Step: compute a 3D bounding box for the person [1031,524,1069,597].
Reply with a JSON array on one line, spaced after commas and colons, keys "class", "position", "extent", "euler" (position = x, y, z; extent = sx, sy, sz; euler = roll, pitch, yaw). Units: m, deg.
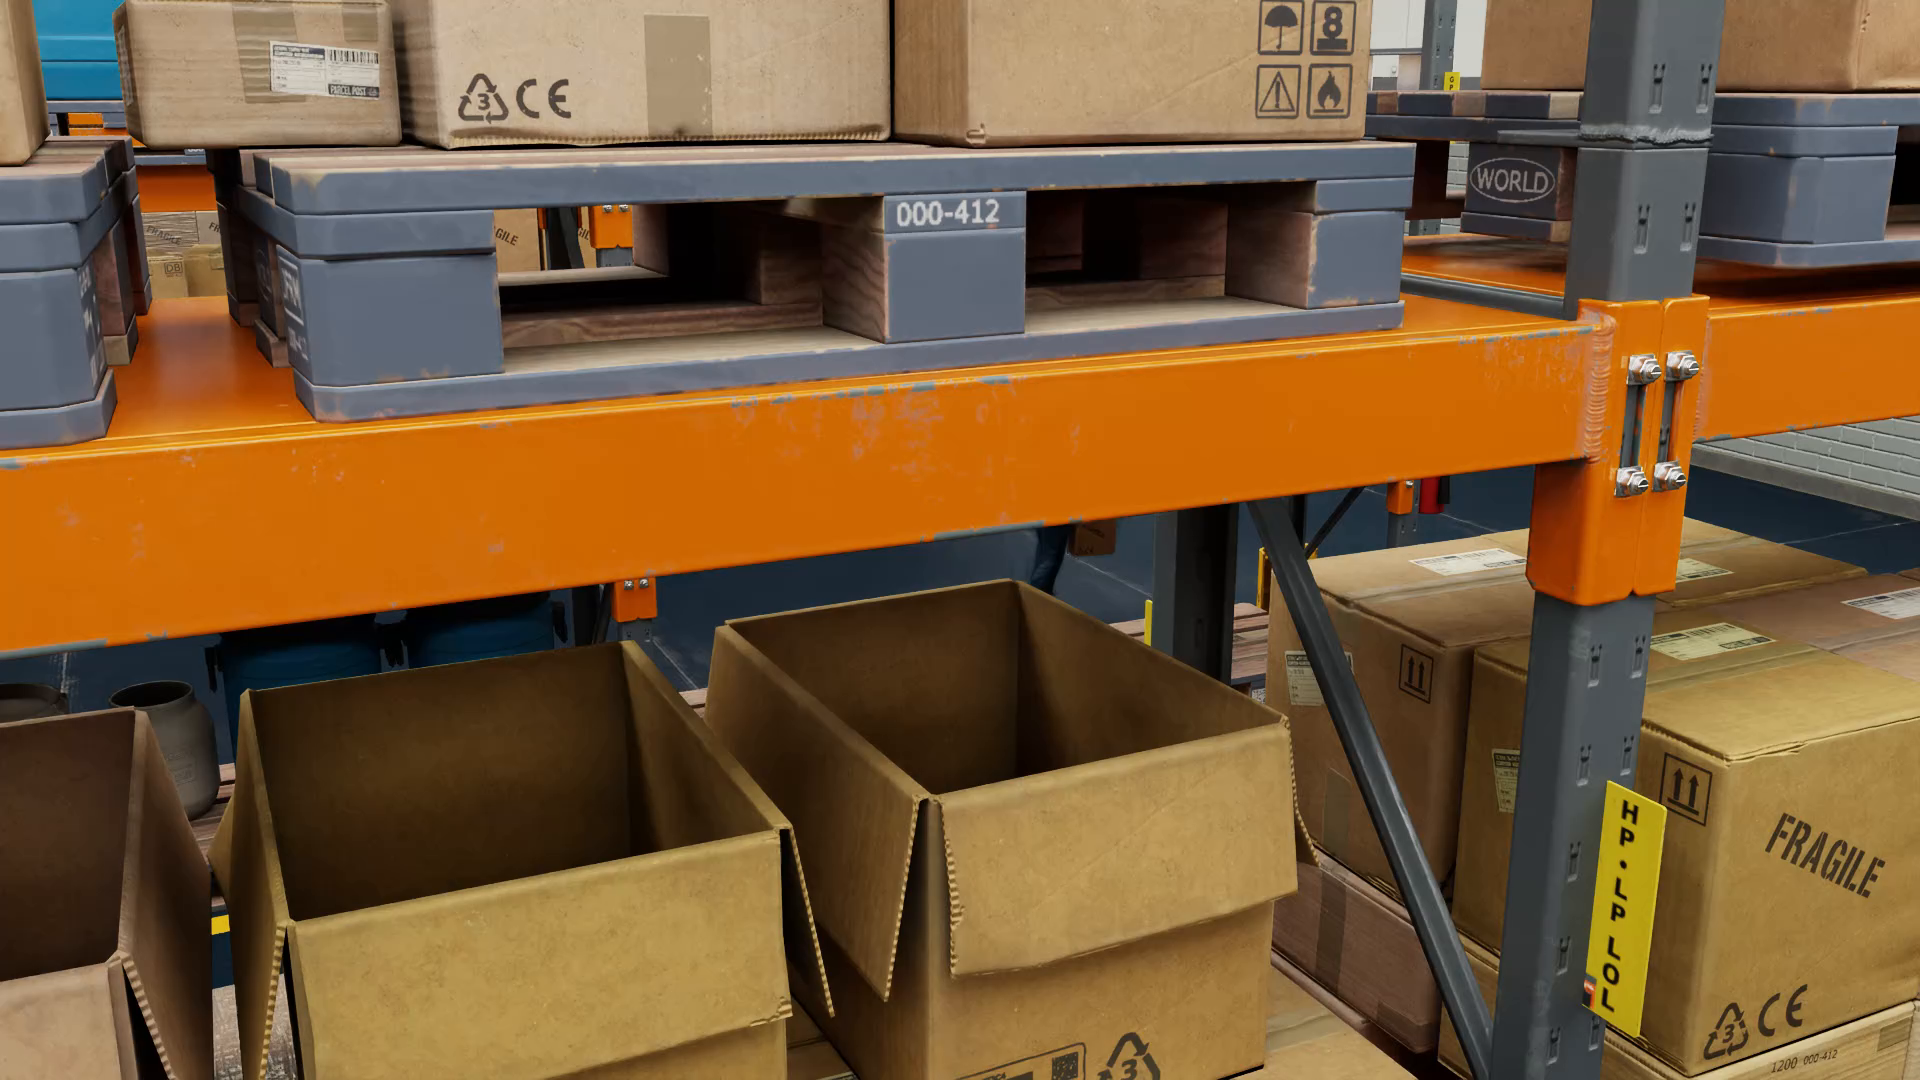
[{"class": "person", "position": [0.524, -0.246, 9.454], "extent": [0.535, 1.586, 0.509], "euler": [-12, 19, -36]}]
